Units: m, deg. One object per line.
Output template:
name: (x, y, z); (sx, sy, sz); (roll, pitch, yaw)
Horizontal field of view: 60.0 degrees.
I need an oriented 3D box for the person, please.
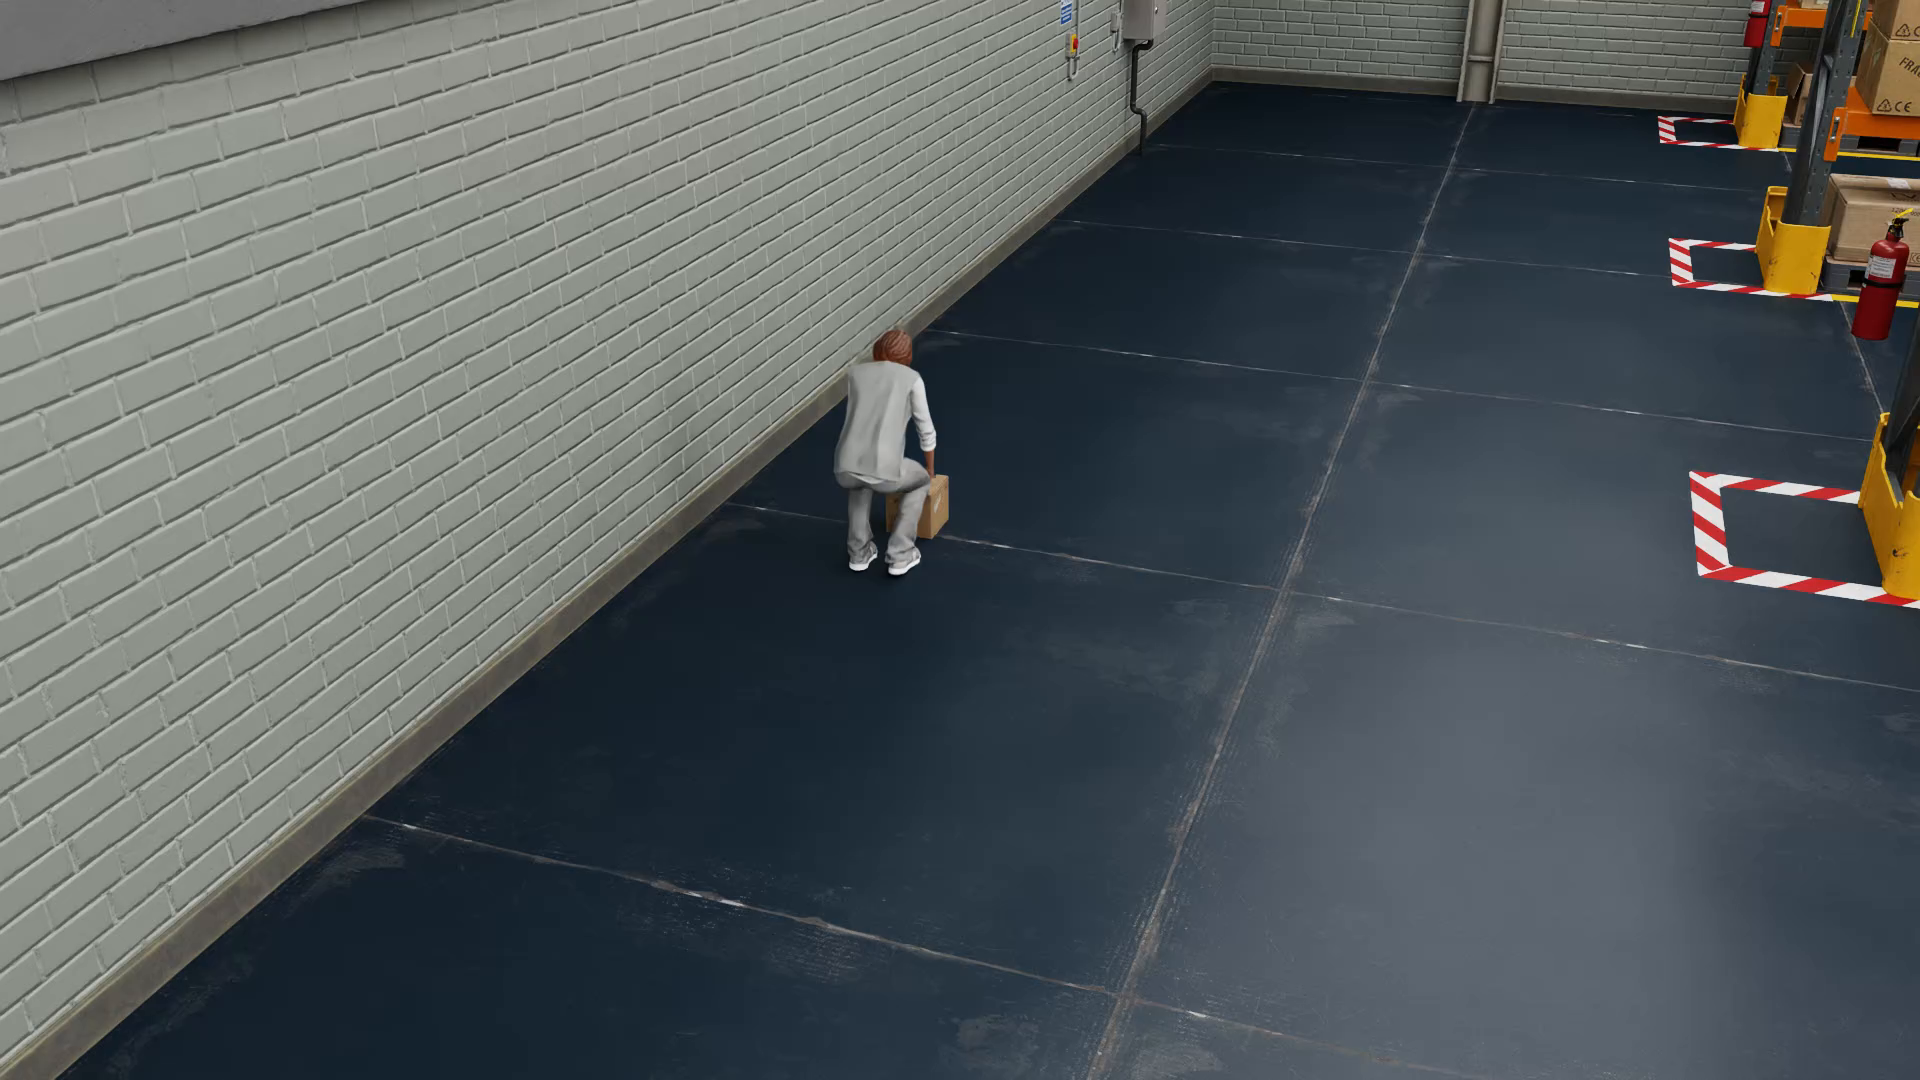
person: (-0.386, -0.392, 8.007); (0.460, 1.088, 0.745); (9, 27, 17)
